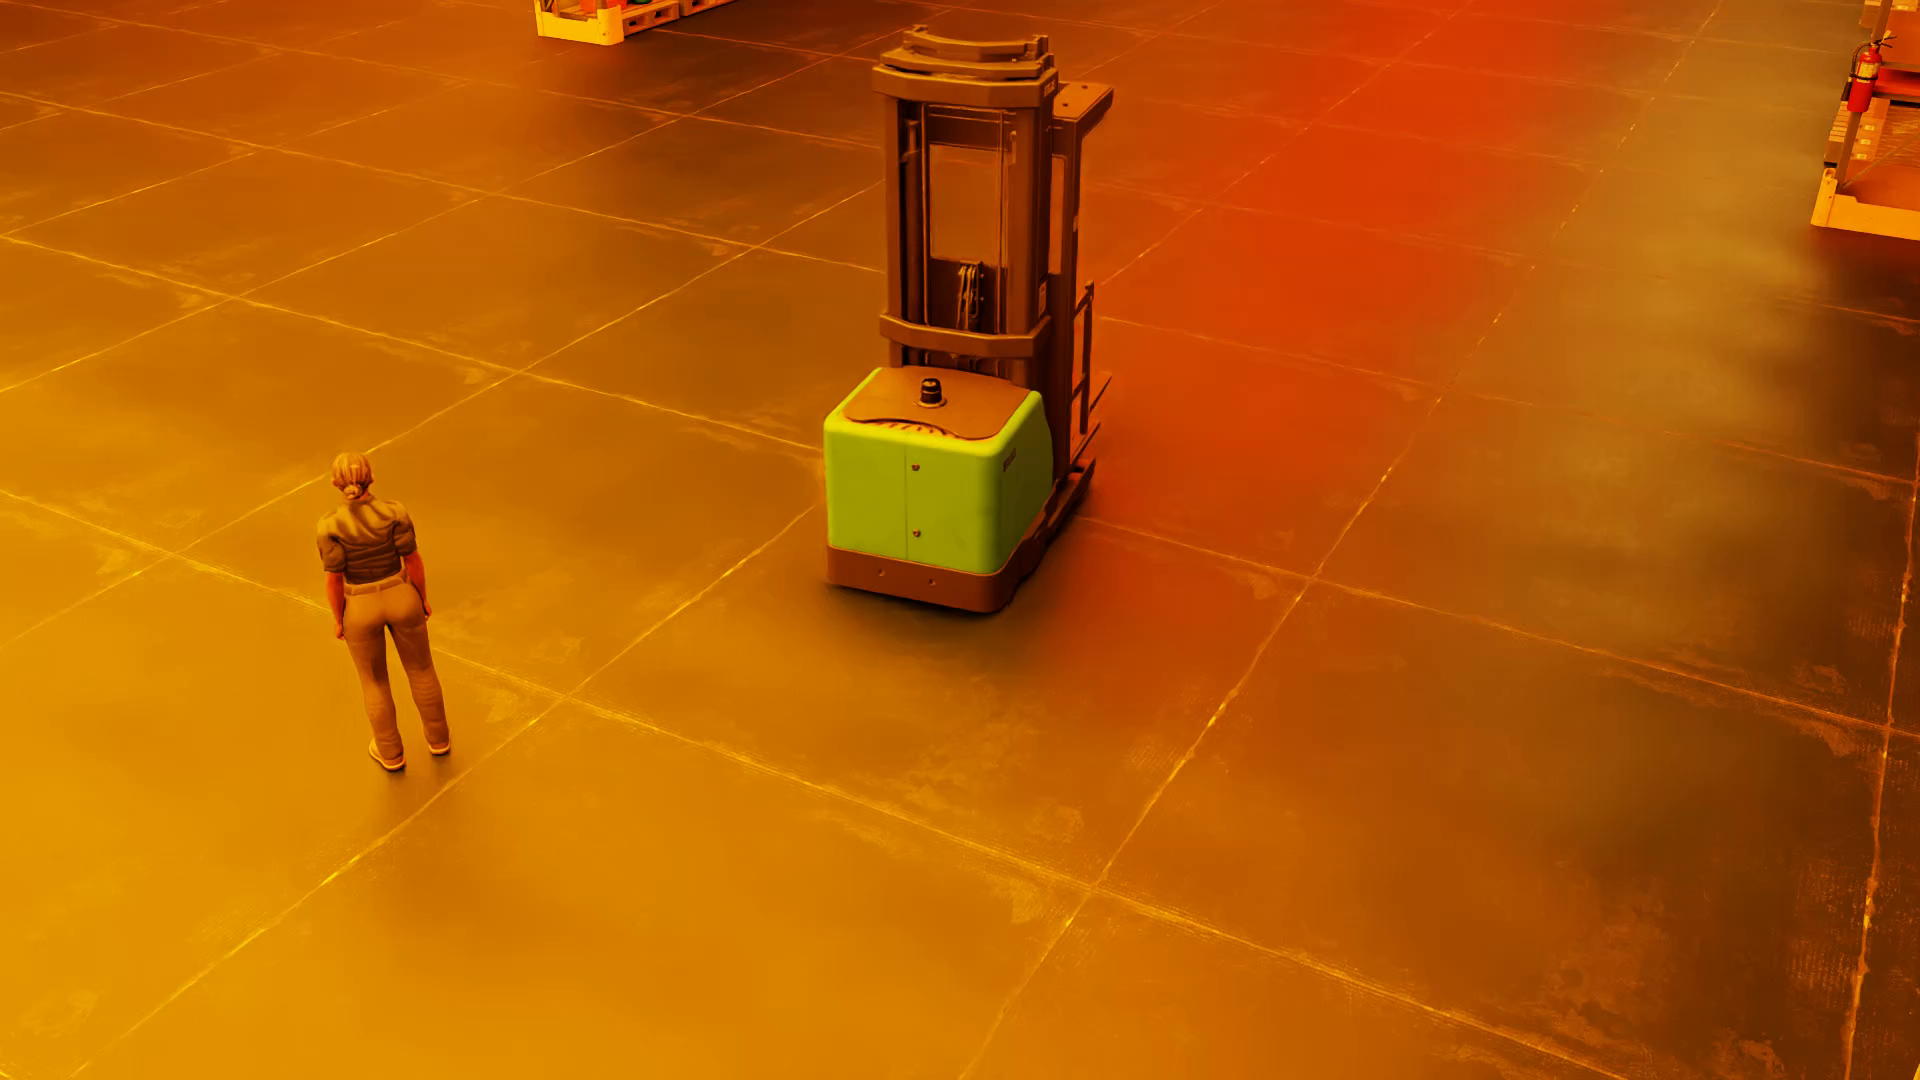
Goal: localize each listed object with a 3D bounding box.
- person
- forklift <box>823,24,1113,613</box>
[{"bbox_3d":[-2.716,0.319,7.794,0.448,1.662,0.325,-15,33,-24],"label":"person"},{"bbox_3d":[0.222,-1.592,9.829,1.130,2.935,3.031,10,32,17],"label":"forklift"}]
